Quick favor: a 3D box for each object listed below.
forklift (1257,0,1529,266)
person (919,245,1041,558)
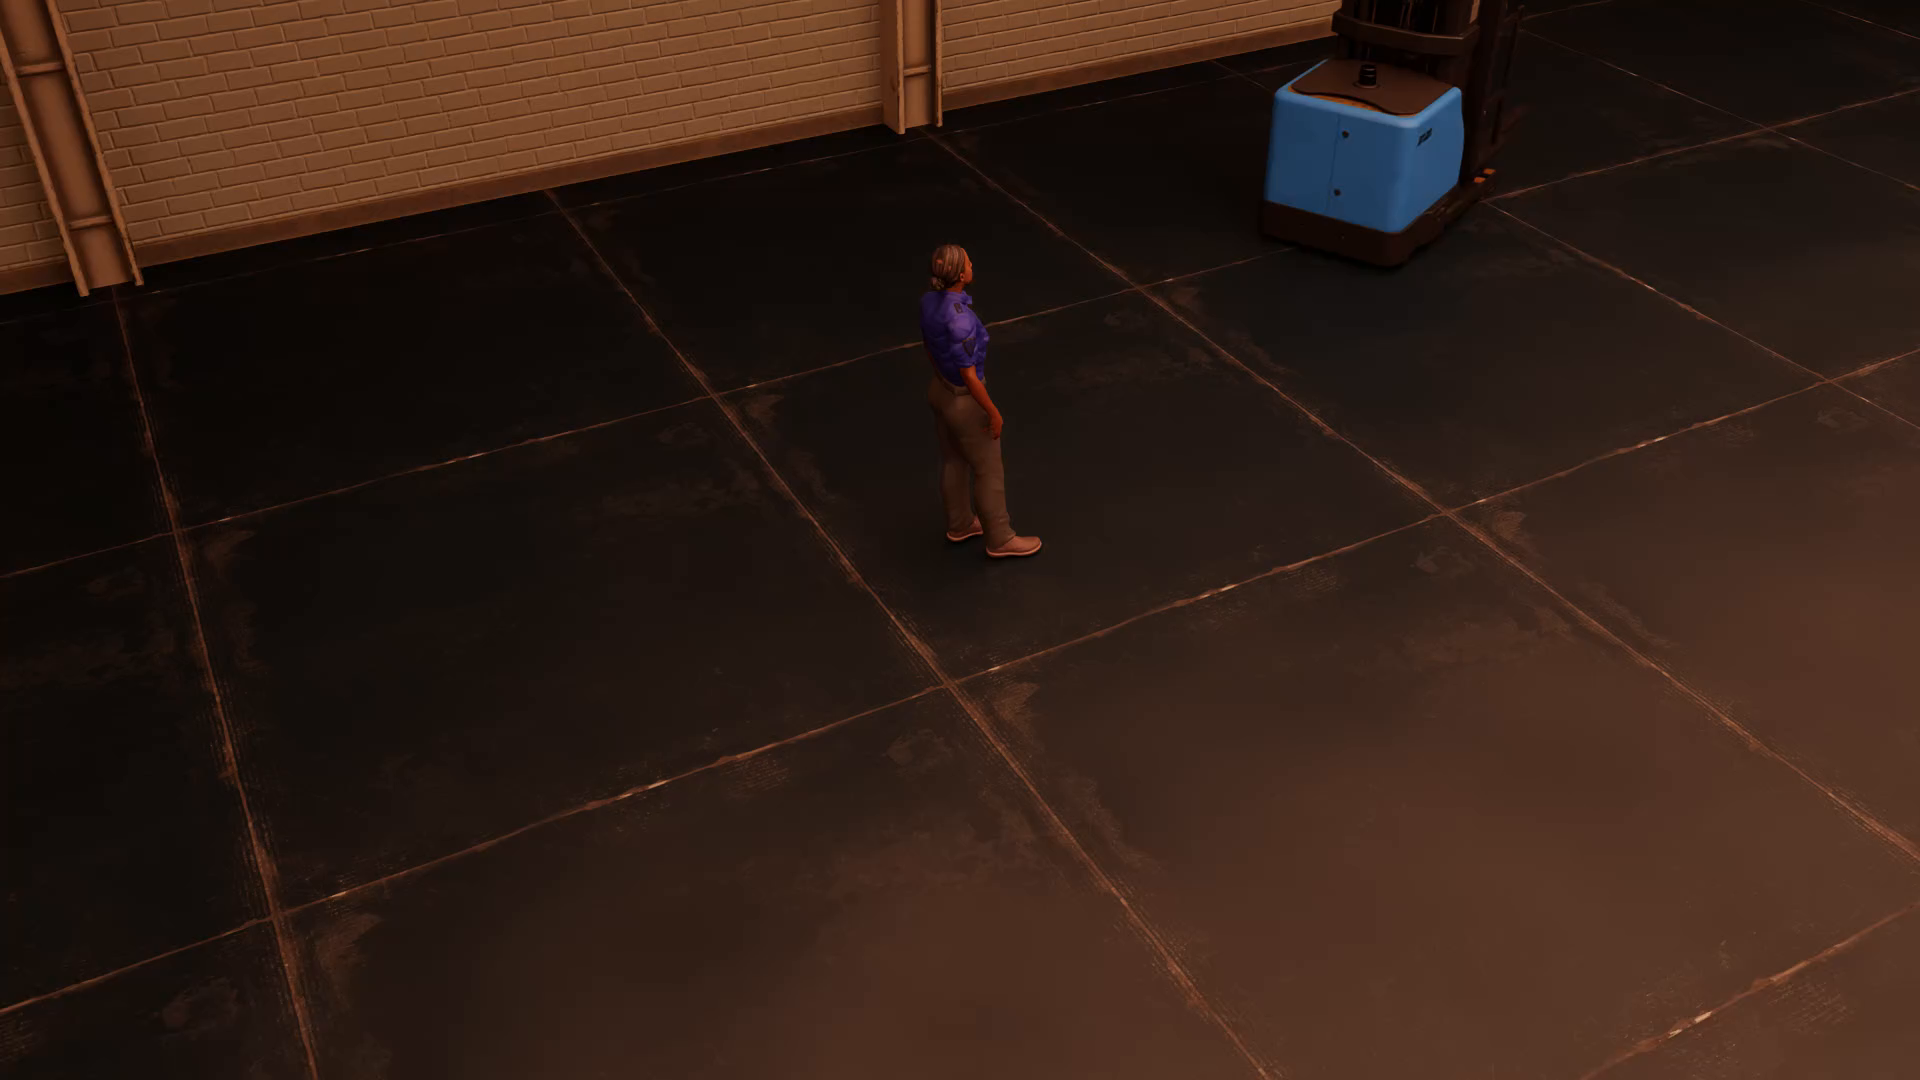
[{"bbox_3d":[3.337,-3.832,11.545,1.130,2.935,3.031,22,41,28],"label":"forklift"},{"bbox_3d":[0.087,-0.695,8.200,0.504,1.654,0.569,-17,39,-23],"label":"person"}]
